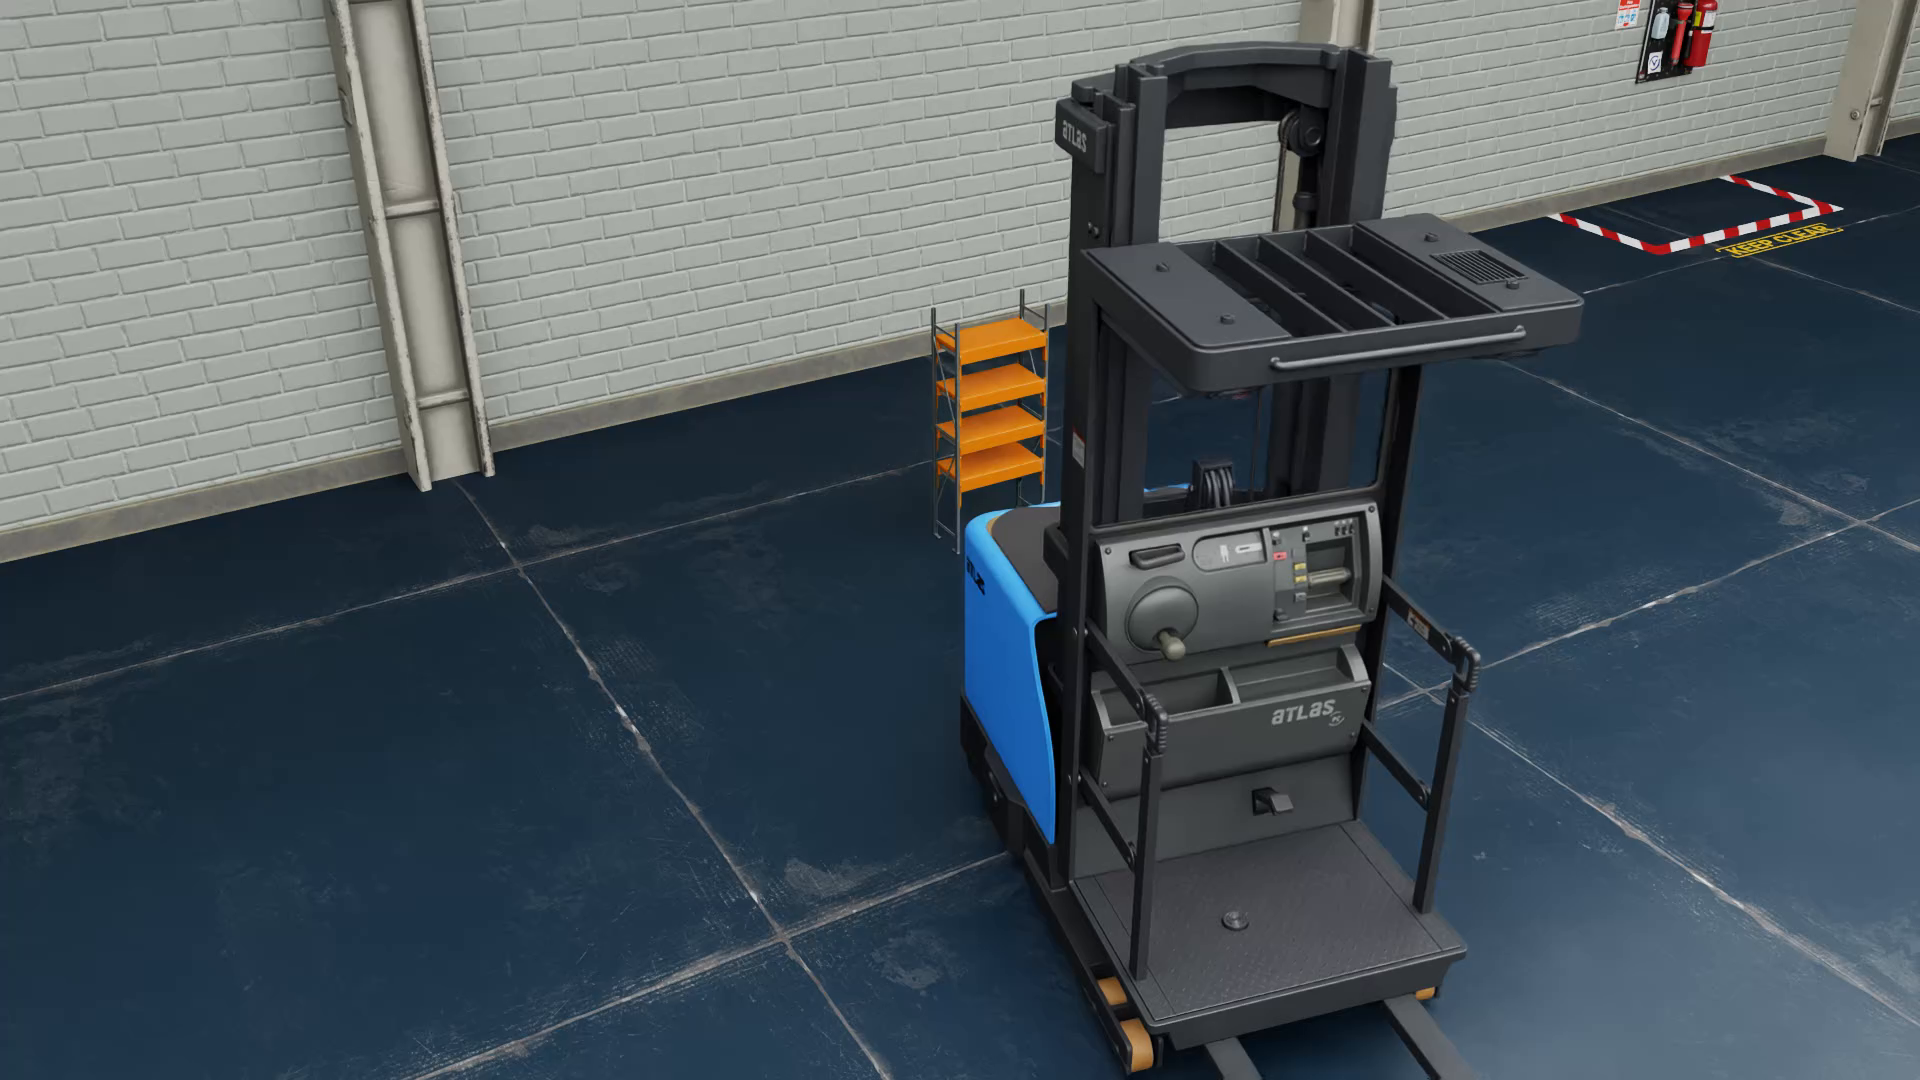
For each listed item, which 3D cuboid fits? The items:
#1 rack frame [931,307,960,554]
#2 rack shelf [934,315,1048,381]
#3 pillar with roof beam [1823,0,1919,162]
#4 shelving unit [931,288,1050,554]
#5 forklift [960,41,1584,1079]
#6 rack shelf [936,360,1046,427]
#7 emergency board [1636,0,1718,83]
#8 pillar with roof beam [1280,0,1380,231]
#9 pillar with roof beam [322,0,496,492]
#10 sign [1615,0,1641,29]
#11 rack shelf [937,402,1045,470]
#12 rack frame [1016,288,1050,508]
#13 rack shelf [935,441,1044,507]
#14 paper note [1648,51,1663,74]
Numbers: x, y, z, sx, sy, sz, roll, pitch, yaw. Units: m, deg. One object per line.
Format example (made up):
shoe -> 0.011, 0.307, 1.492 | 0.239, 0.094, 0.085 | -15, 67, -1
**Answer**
rack frame -> -0.068, -0.506, 7.925 | 0.015, 1.200, 0.240 | -16, 33, -26
rack shelf -> 0.143, -0.910, 7.844 | 0.480, 0.148, 0.258 | -16, 33, -26
pillar with roof beam -> 9.799, -5.449, 8.809 | 0.400, 9.000, 9.100 | -16, 33, -26
shelving unit -> 0.143, -0.566, 8.034 | 0.503, 1.200, 0.258 | -16, 33, -26
forklift -> 0.933, 0.169, 4.910 | 1.130, 2.935, 3.031 | -9, 30, -15
rack shelf -> 0.143, -0.703, 7.958 | 0.480, 0.148, 0.258 | -16, 33, -26
emergency board -> 5.468, -4.026, 12.441 | 0.643, 1.169, 0.194 | -16, 33, -26
pillar with roof beam -> 4.626, -3.980, 6.148 | 0.400, 9.000, 9.100 | -16, 33, -26
pillar with roof beam -> -0.547, -2.511, 3.487 | 0.400, 9.000, 9.100 | -16, 33, -26
sign -> 4.939, -3.950, 12.265 | 0.234, 0.329, 0.001 | -16, 33, -26
rack shelf -> 0.143, -0.507, 8.066 | 0.480, 0.148, 0.258 | -16, 33, -26
rack frame -> 0.353, -0.626, 8.142 | 0.015, 1.200, 0.240 | -16, 33, -26
rack shelf -> 0.143, -0.333, 8.162 | 0.480, 0.148, 0.258 | -16, 33, -26
paper note -> 5.280, -3.626, 12.628 | 0.142, 0.148, 0.016 | -16, 33, -26
